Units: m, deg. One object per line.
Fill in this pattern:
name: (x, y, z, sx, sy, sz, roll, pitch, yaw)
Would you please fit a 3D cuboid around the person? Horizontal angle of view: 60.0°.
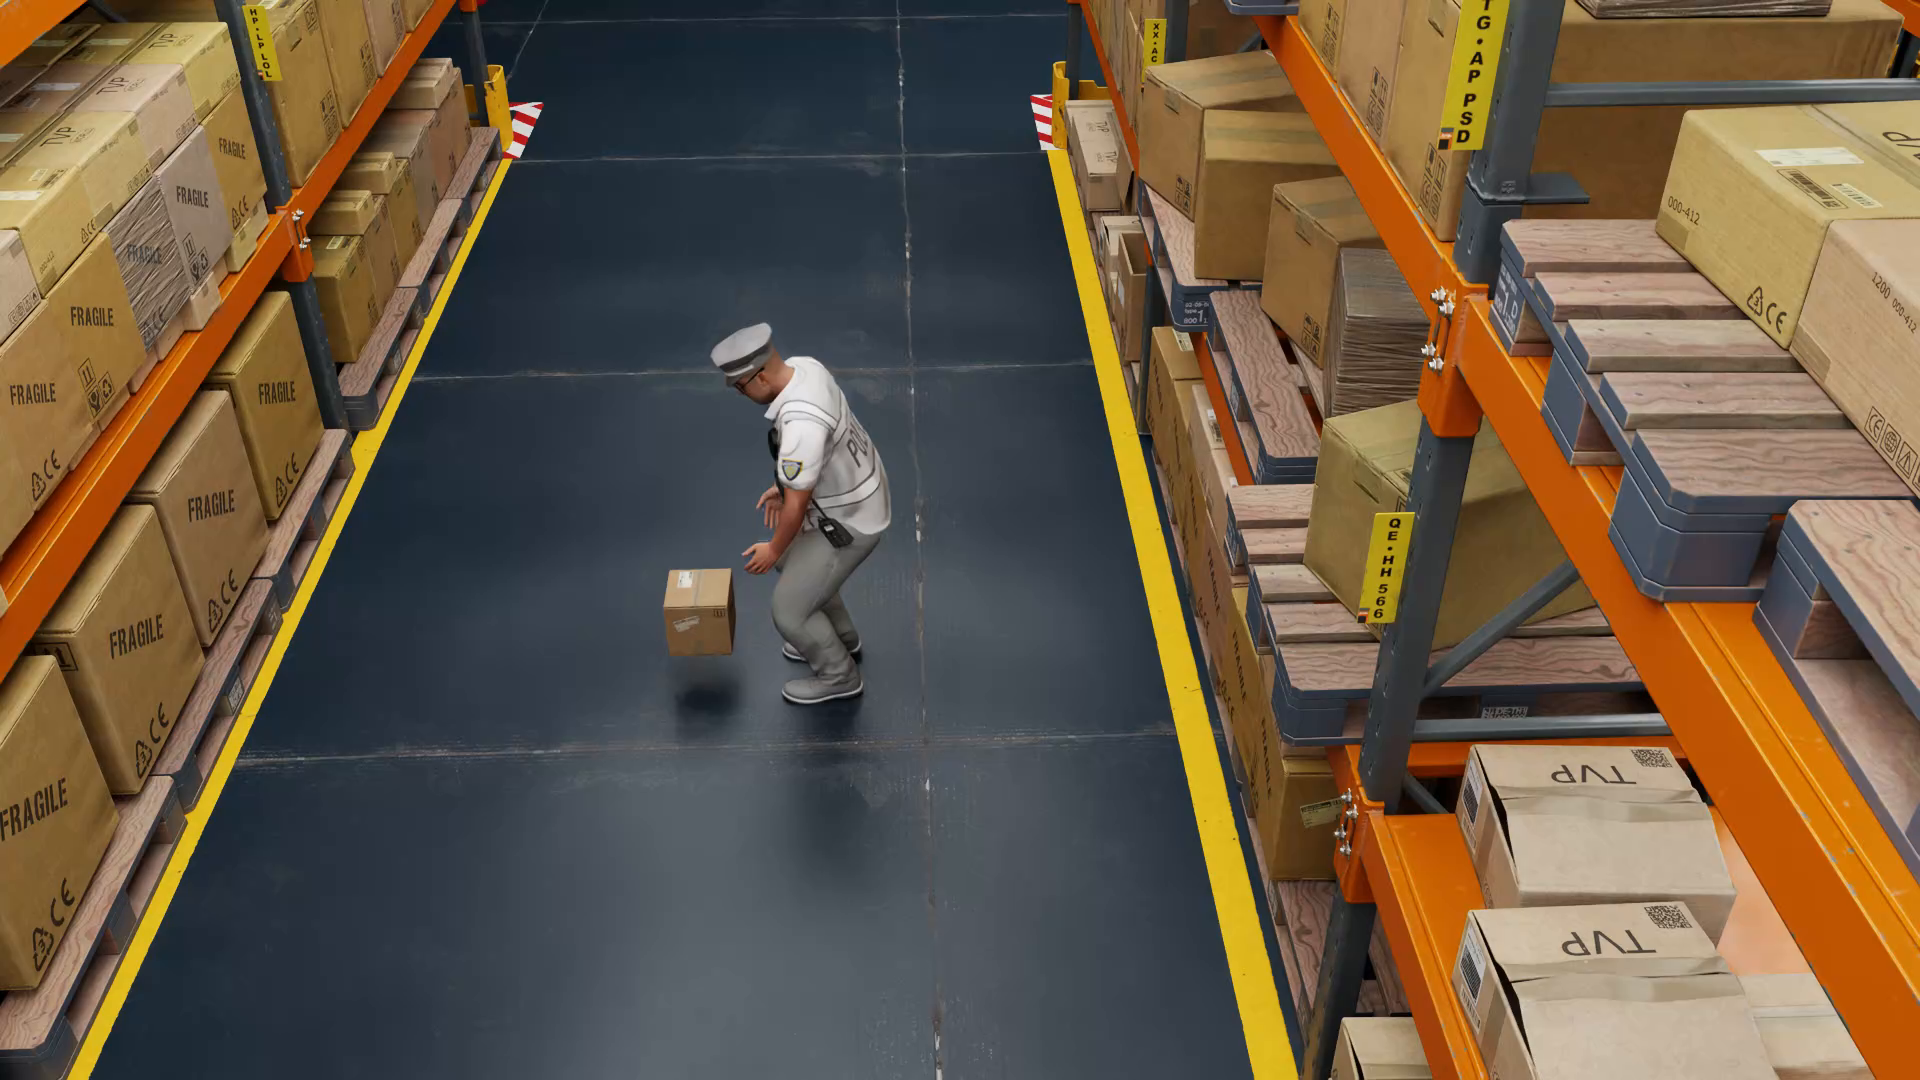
person: (-0.581, -0.088, 6.397, 0.634, 1.614, 0.578, -1, 35, -1)
